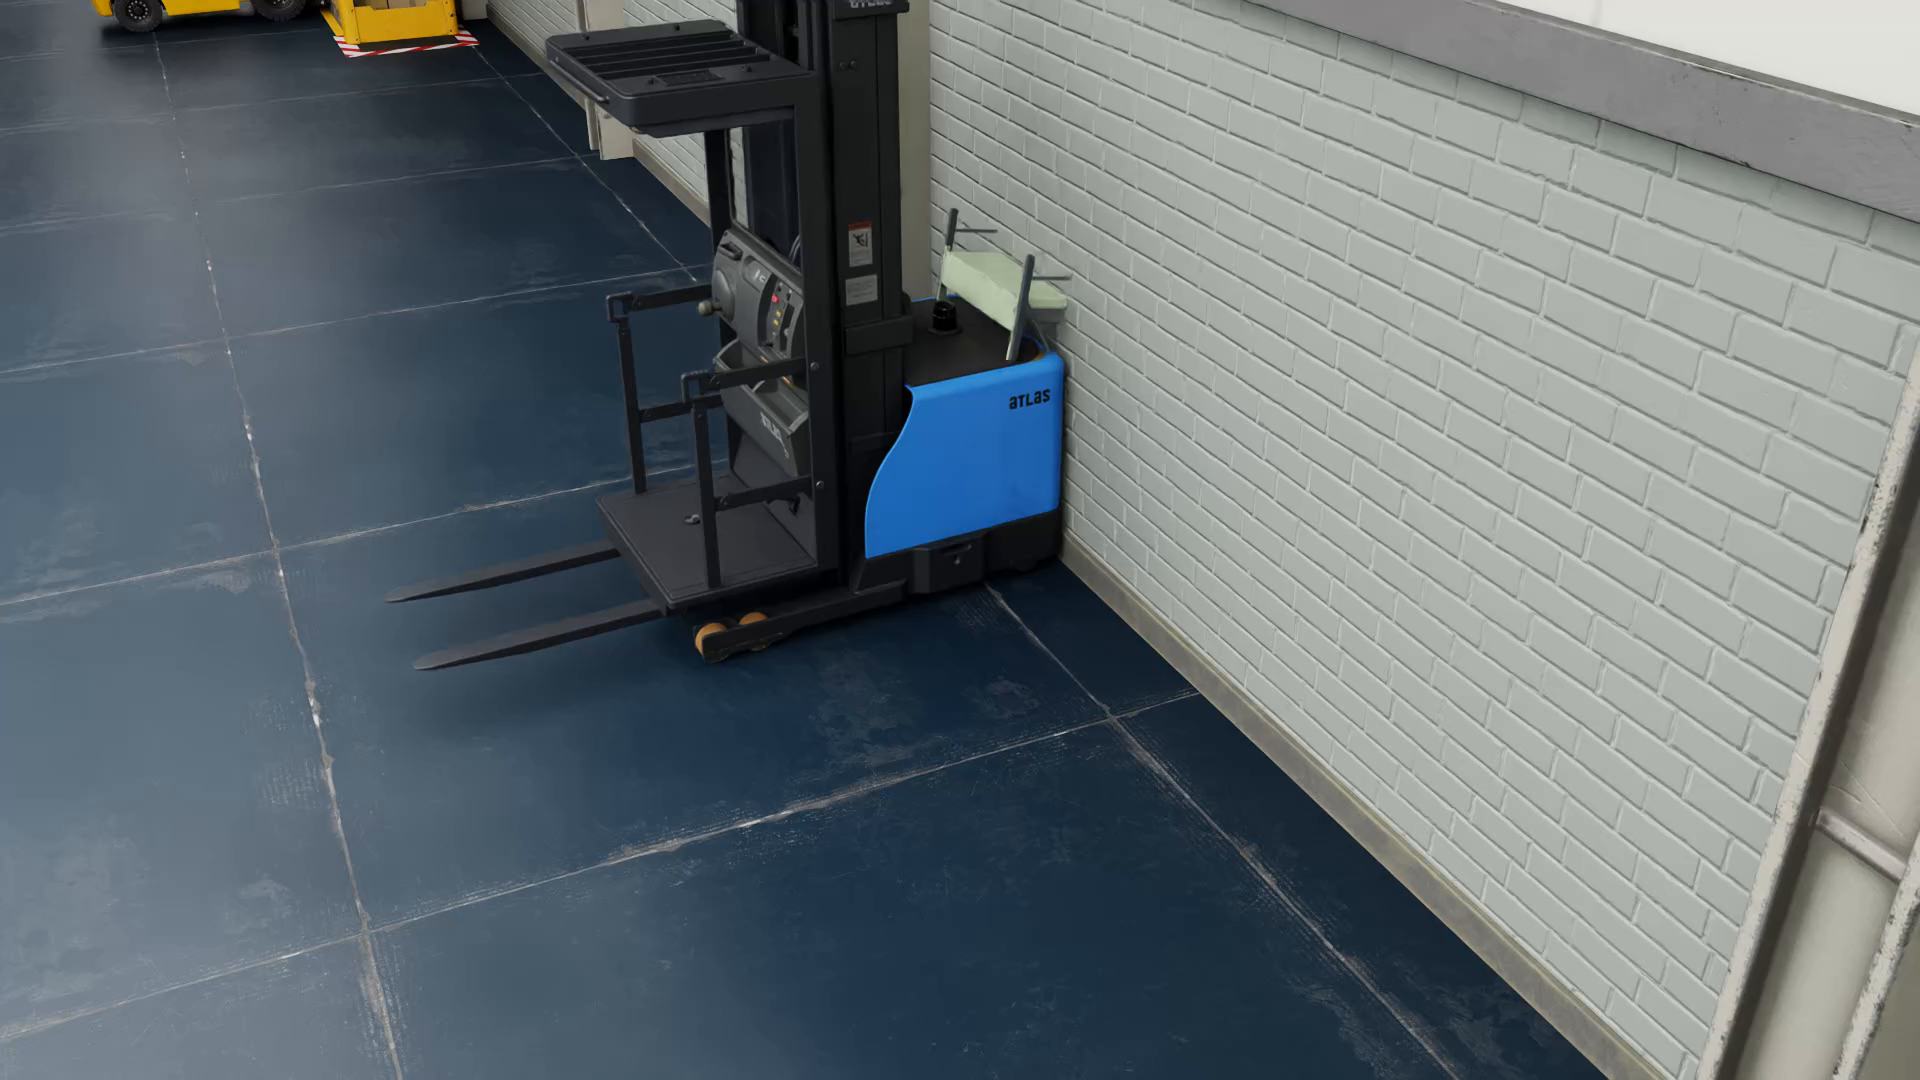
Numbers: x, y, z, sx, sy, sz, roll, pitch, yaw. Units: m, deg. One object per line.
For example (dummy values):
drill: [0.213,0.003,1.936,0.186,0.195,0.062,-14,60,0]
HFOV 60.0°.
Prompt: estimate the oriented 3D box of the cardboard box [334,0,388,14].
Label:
cardboard box: [-6.521,-5.886,18.062,0.500,0.250,0.500,-13,32,-22]

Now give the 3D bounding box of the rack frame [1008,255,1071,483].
rack frame: [0.354,-0.584,7.671,0.400,1.500,0.023,-5,28,-29]

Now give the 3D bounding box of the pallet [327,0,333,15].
pallet: [-6.920,-6.412,19.469,1.003,0.211,1.213,-13,32,-22]

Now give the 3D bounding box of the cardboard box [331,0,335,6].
cardboard box: [-6.726,-6.108,18.458,0.500,0.250,0.500,-13,32,-22]

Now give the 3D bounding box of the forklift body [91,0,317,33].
forklift body: [-8.496,-6.846,18.259,2.313,2.155,1.214,-13,32,-22]

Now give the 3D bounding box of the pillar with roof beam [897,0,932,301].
pillar with roof beam: [-4.255,-3.670,5.594,9.100,9.000,0.400,-13,32,-22]

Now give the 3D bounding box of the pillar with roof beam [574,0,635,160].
pillar with roof beam: [-6.831,-6.320,10.321,9.100,9.000,0.400,-13,32,-22]

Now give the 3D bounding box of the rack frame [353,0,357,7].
rack frame: [-6.034,-6.761,17.241,1.000,3.000,0.127,-13,32,-22]

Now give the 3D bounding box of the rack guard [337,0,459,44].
rack guard: [-6.024,-5.660,17.833,1.175,0.500,0.348,-13,32,-22]

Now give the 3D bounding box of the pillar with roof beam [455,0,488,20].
pillar with roof beam: [-9.407,-8.971,15.047,9.100,9.000,0.400,-13,32,-22]

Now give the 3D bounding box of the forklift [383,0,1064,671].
forklift: [-1.058,-1.040,7.108,3.031,2.935,1.130,-15,32,-24]

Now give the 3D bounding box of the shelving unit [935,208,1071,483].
shelving unit: [0.185,-0.742,7.954,0.431,1.500,0.755,-5,28,-29]

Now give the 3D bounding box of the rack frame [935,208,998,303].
rack frame: [0.016,-0.901,8.238,0.400,1.500,0.023,-5,28,-29]

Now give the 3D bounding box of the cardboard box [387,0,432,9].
cardboard box: [-6.068,-6.003,18.271,0.500,0.250,0.500,-13,32,-22]

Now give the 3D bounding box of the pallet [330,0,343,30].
pallet: [-6.400,-5.874,18.509,1.003,0.211,1.213,-13,32,-22]

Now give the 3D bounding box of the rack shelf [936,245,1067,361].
rack shelf: [0.246,-1.093,7.794,0.431,0.370,0.720,-5,28,-29]
